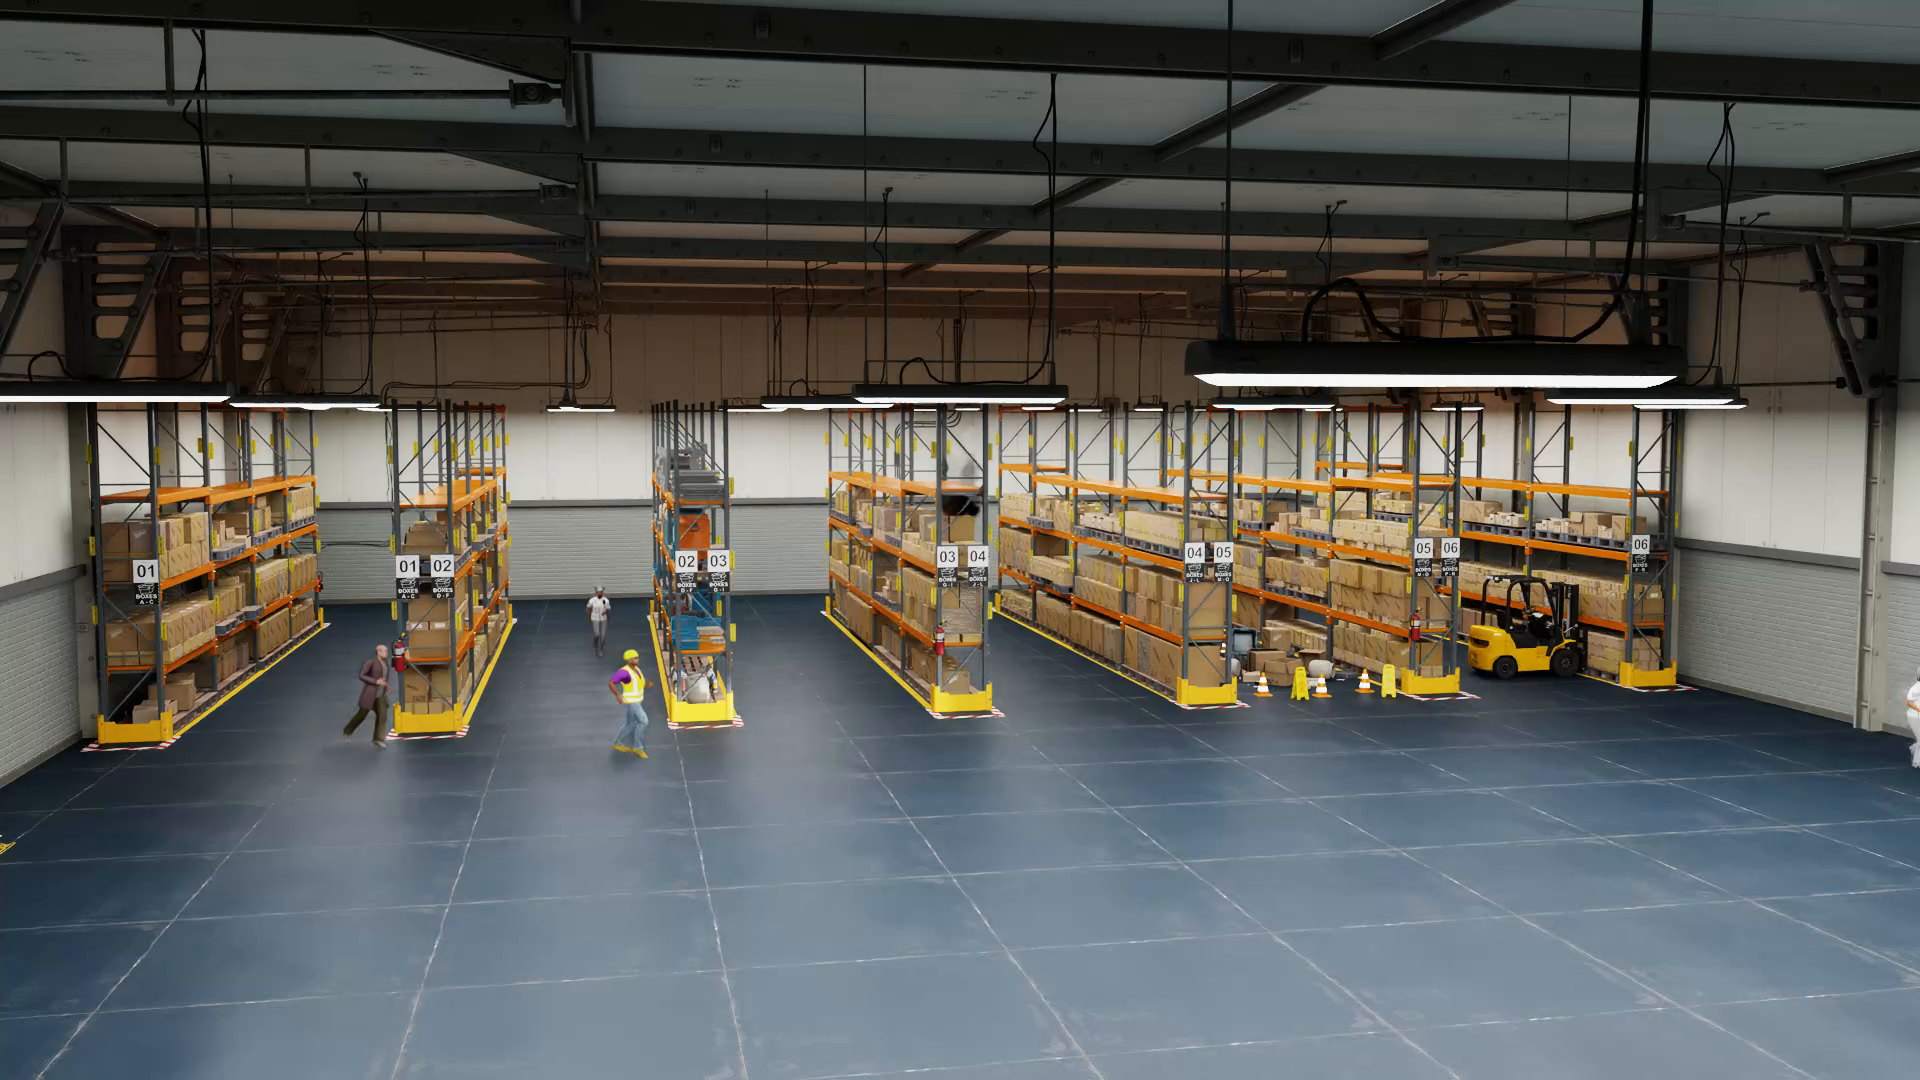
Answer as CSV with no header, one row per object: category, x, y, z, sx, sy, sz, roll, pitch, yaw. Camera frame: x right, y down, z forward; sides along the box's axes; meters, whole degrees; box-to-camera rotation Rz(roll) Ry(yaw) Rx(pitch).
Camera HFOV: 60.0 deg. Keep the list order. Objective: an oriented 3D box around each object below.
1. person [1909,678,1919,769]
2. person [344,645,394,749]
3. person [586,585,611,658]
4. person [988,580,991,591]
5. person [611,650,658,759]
person,15.588,2.887,26.801,0.609,1.628,0.535,-2,5,-25
person,-10.100,2.686,28.780,1.079,1.713,0.770,2,5,27
person,-8.520,1.921,39.282,0.539,1.709,0.691,-2,5,-20
person,0.559,1.500,45.080,0.610,1.650,0.564,-1,4,-11
person,-5.435,2.740,27.795,0.786,1.825,0.674,1,4,9
